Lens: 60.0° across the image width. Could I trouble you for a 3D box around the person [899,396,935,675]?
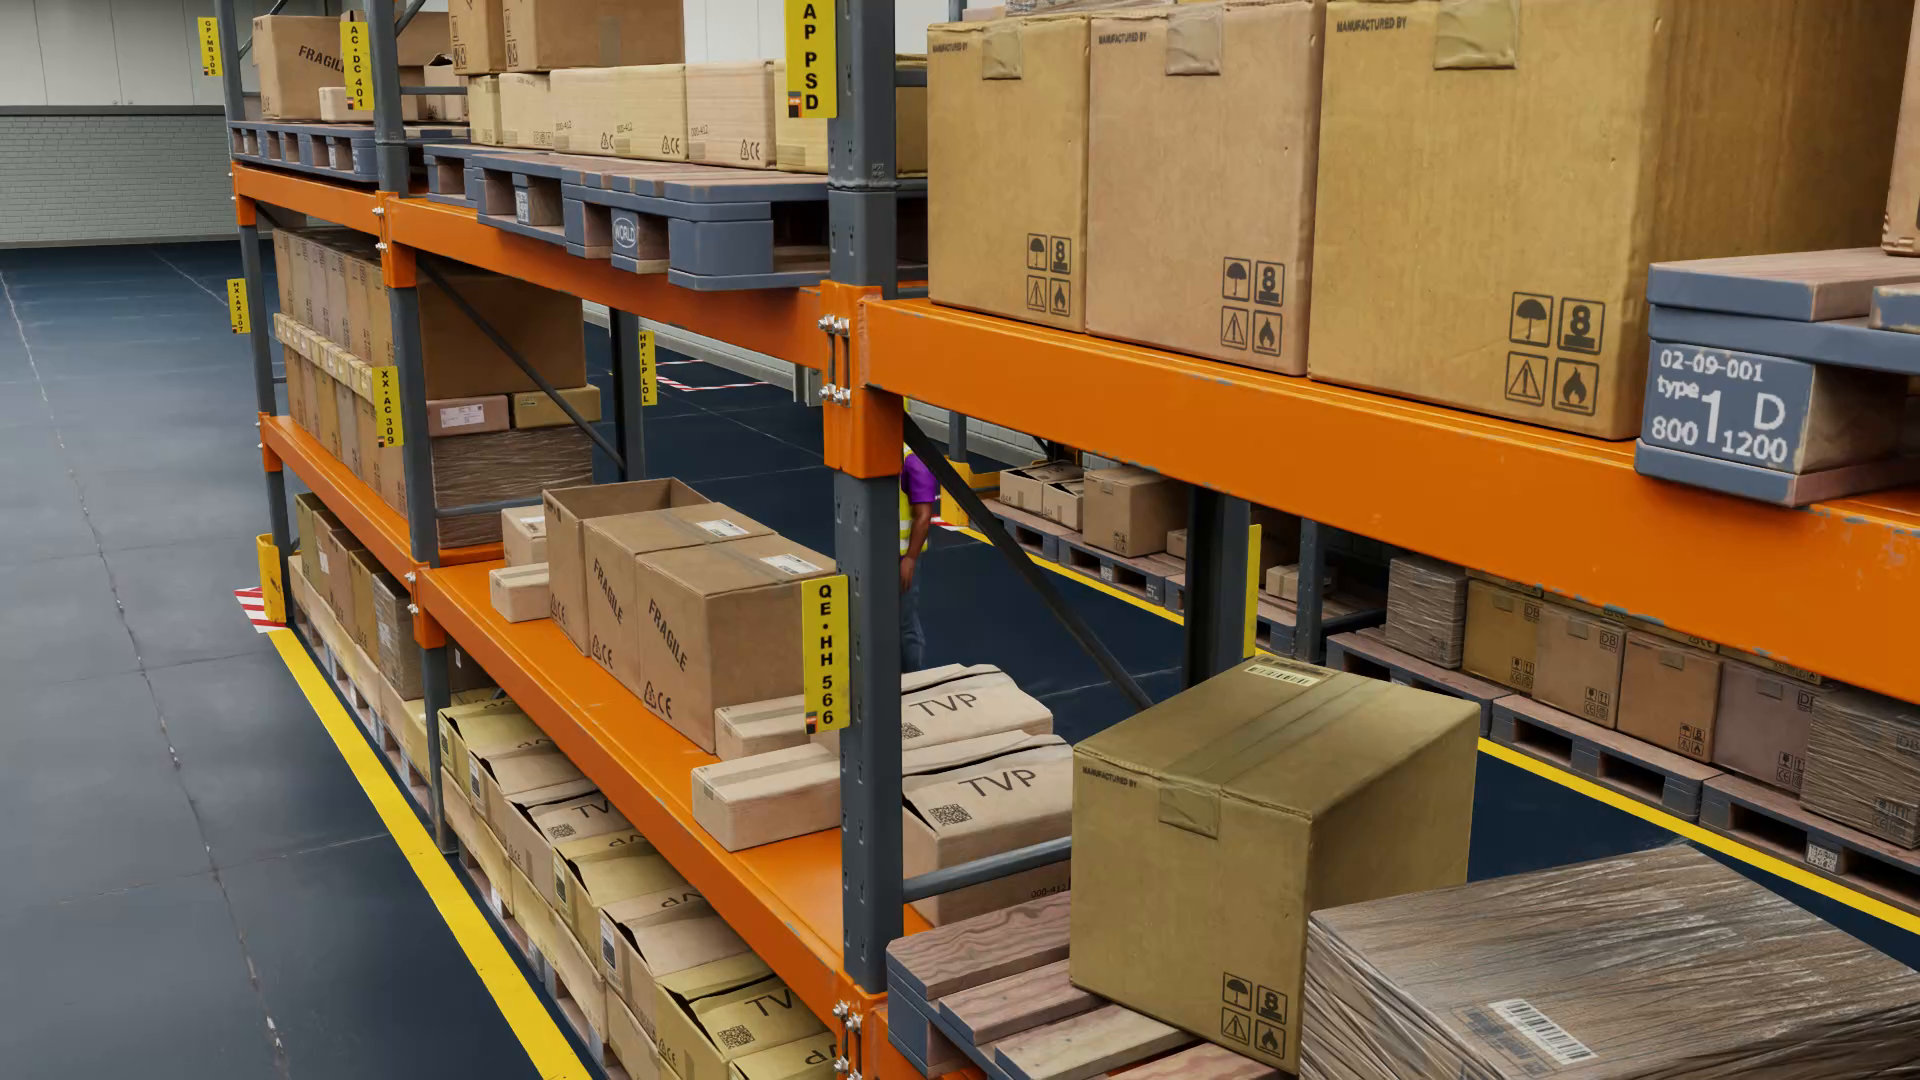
[{"bbox_3d":[-0.423,0.092,8.623,0.620,1.792,0.665,11,19,37],"label":"person"}]
